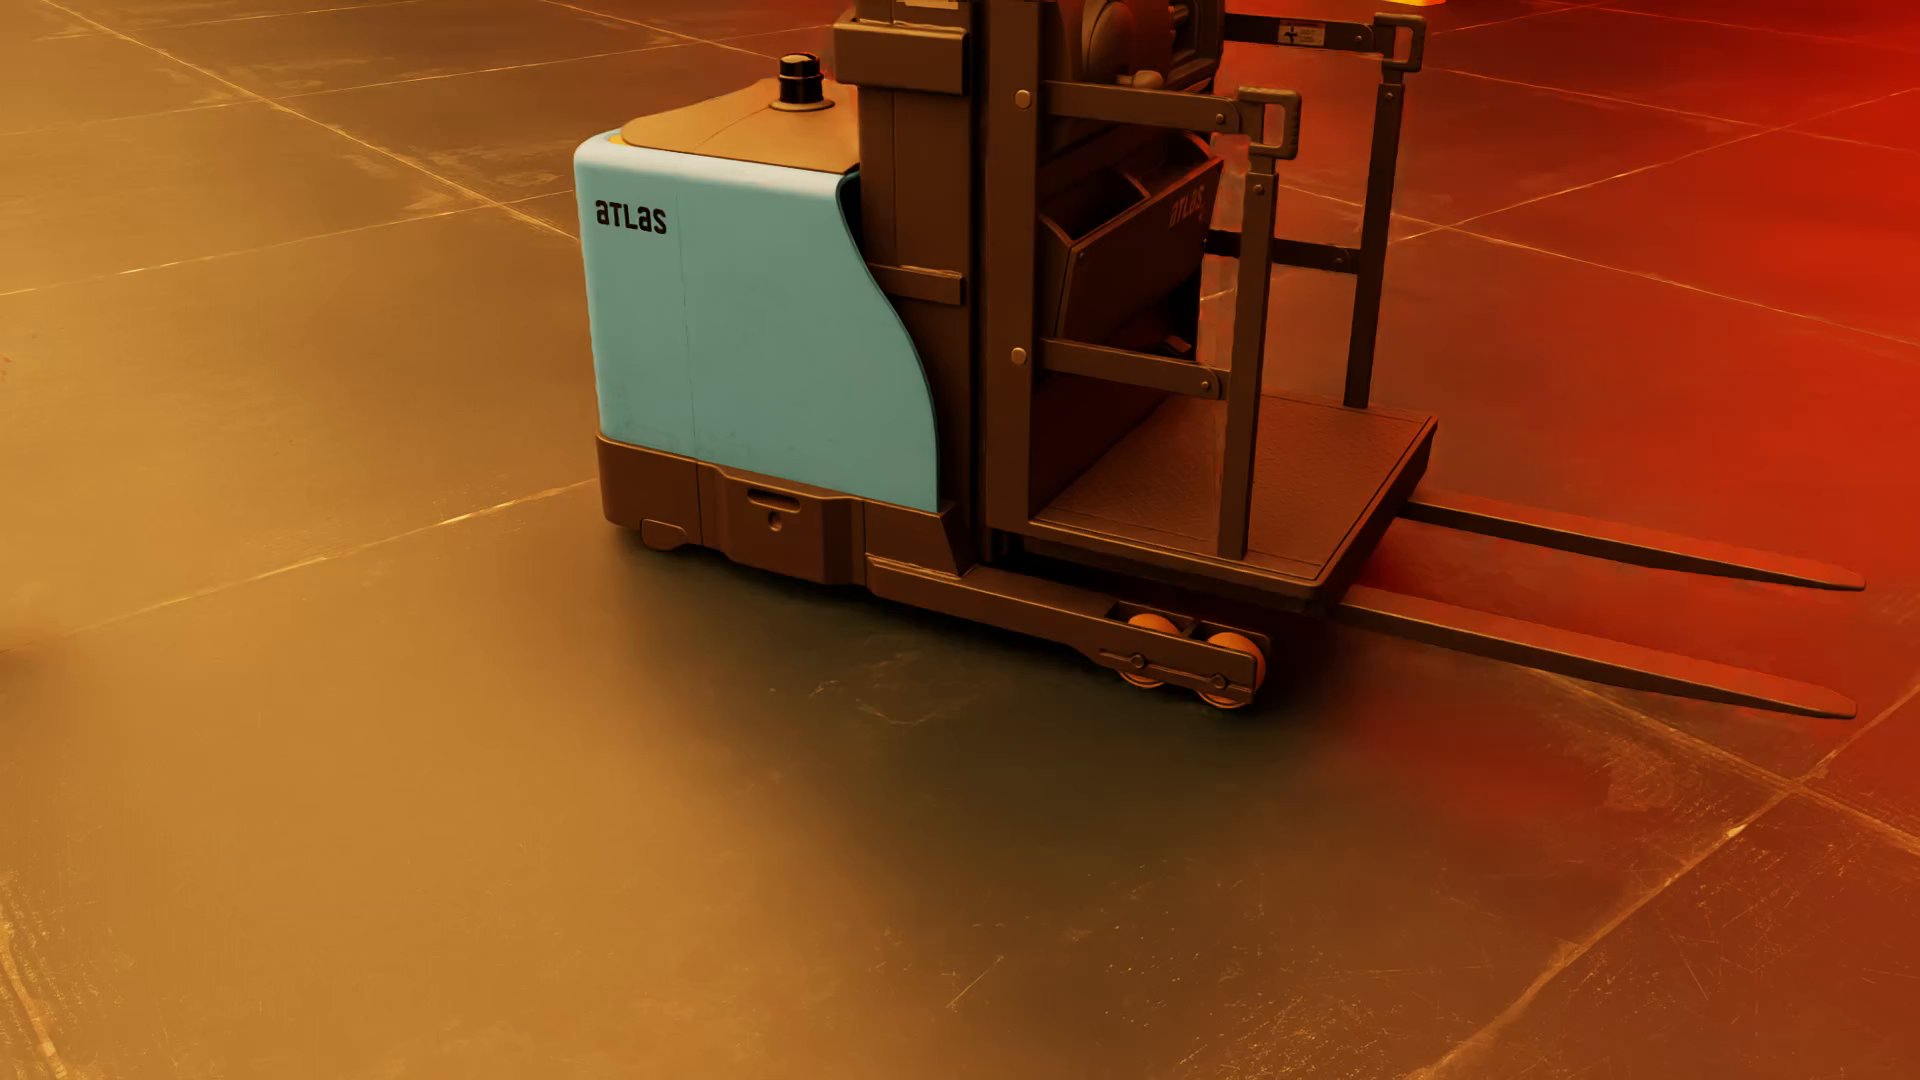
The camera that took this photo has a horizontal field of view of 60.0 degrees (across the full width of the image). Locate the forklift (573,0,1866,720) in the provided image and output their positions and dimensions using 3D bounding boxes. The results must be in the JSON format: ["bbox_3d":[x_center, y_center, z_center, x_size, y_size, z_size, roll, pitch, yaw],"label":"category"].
[{"bbox_3d":[0.584,-1.204,3.631,3.031,2.935,1.130,13,29,24],"label":"forklift"}]
